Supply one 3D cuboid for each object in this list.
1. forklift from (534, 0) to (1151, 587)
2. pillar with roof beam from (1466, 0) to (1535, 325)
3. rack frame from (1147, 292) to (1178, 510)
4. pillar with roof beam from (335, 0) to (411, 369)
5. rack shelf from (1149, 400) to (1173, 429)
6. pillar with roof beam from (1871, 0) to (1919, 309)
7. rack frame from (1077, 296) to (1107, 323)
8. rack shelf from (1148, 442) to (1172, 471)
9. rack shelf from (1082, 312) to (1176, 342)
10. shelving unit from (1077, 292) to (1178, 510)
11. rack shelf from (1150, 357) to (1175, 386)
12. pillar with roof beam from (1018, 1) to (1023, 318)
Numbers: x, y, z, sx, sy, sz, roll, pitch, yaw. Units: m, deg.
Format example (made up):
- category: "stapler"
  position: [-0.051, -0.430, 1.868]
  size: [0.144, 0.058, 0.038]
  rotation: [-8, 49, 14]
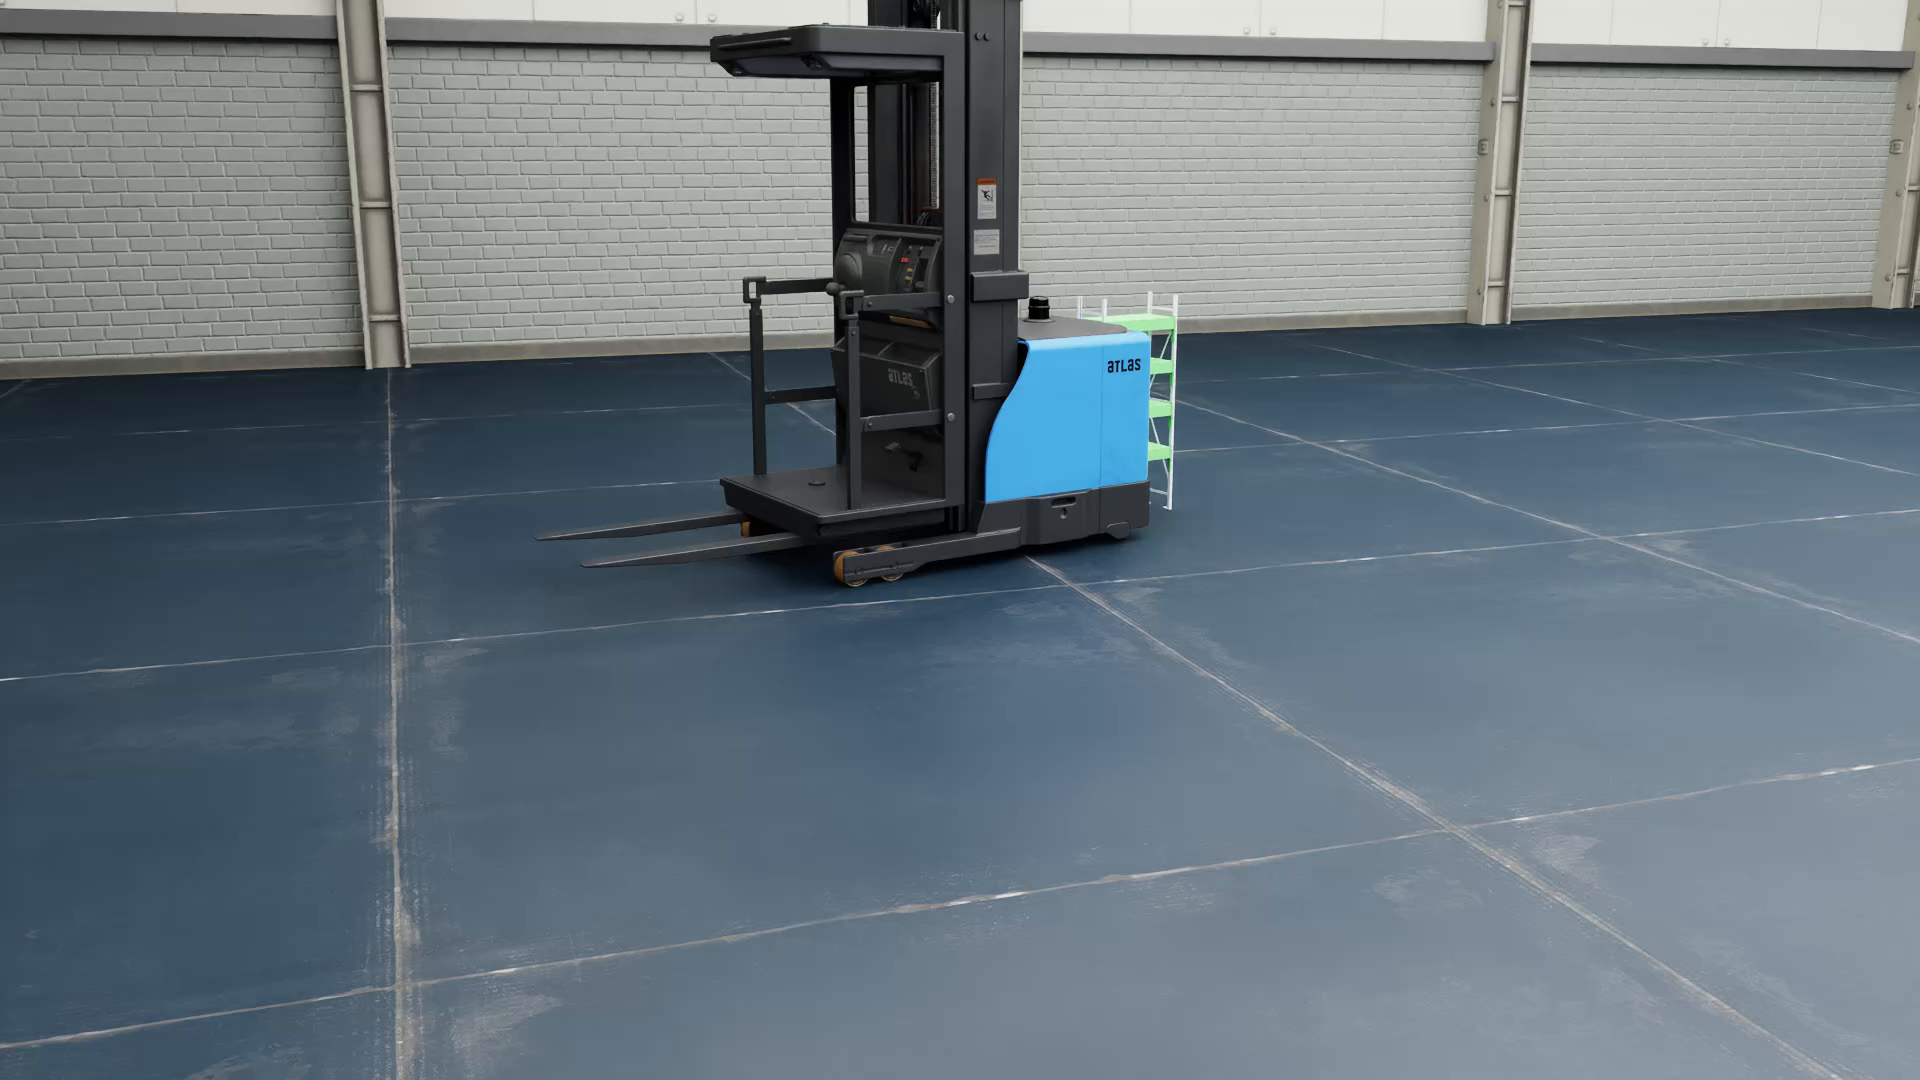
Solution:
- category: "forklift"
  position: [-0.531, -1.347, 7.973]
  size: [3.031, 2.935, 1.130]
  rotation: [-8, 16, -32]
- category: "pillar with roof beam"
  position: [7.448, -5.930, 14.127]
  size: [0.400, 9.000, 9.100]
  rotation: [-4, 14, -18]
- category: "rack frame"
  position: [1.120, -0.779, 9.324]
  size: [0.015, 1.200, 0.240]
  rotation: [-8, 16, -32]
- category: "pillar with roof beam"
  position: [-3.925, -5.044, 10.403]
  size: [0.400, 9.000, 9.100]
  rotation: [-4, 14, -18]
- category: "rack shelf"
  position: [0.914, -0.686, 9.210]
  size: [0.480, 0.148, 0.258]
  rotation: [-8, 16, -32]
- category: "pillar with roof beam"
  position: [13.135, -6.373, 15.988]
  size: [0.400, 9.000, 9.100]
  rotation: [-4, 14, -18]
- category: "rack frame"
  position: [0.709, -0.718, 9.067]
  size: [0.015, 1.200, 0.240]
  rotation: [-8, 16, -32]
- category: "rack shelf"
  position: [0.914, -0.453, 9.266]
  size: [0.480, 0.148, 0.258]
  rotation: [-8, 16, -32]
- category: "rack shelf"
  position: [0.914, -1.153, 9.099]
  size: [0.480, 0.148, 0.258]
  rotation: [-8, 16, -32]
- category: "shelving unit"
  position: [0.914, -0.748, 9.196]
  size: [0.503, 1.200, 0.258]
  rotation: [-8, 16, -32]
- category: "rack shelf"
  position: [0.914, -0.920, 9.155]
  size: [0.480, 0.148, 0.258]
  rotation: [-8, 16, -32]
- category: "pillar with roof beam"
  position: [1.762, -5.487, 12.265]
  size: [0.400, 9.000, 9.100]
  rotation: [-4, 14, -18]
